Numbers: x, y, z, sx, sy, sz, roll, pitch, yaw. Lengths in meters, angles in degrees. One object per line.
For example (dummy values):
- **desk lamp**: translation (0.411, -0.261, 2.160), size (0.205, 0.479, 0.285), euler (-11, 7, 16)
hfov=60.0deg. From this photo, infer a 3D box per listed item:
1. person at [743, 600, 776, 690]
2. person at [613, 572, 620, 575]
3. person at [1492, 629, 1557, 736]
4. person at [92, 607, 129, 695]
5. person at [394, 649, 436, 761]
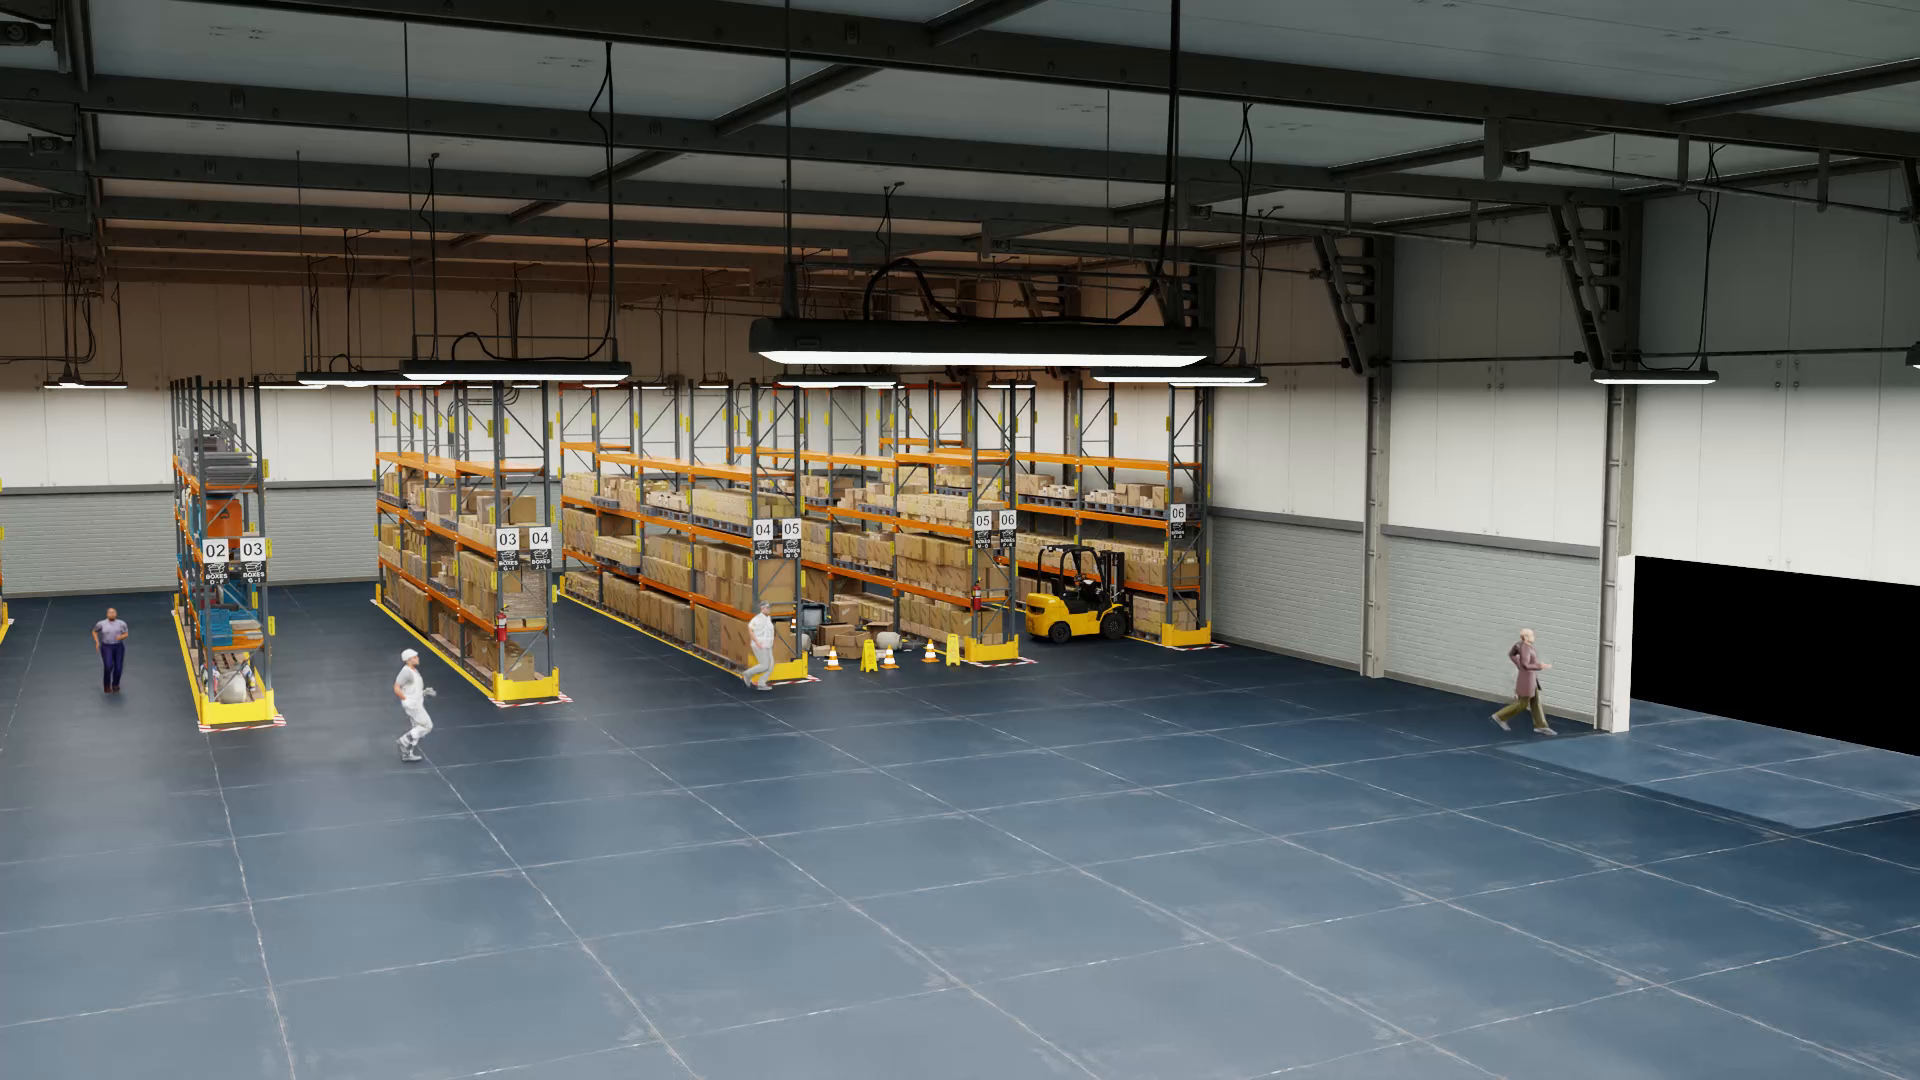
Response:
- **person**: translation (-3.857, 2.019, 32.016), size (0.581, 1.722, 0.678), euler (2, 5, 17)
- **person**: translation (-10.135, 0.495, 49.406), size (0.673, 1.717, 0.674), euler (-2, 5, -20)
- **person**: translation (9.406, 2.358, 27.650), size (1.049, 1.781, 0.710), euler (2, 5, 18)
- **person**: translation (-16.092, 2.111, 31.569), size (0.577, 1.647, 0.682), euler (-4, 6, -38)
- **person**: translation (-8.437, 2.556, 25.793), size (0.581, 1.740, 0.652), euler (-1, 5, -9)
